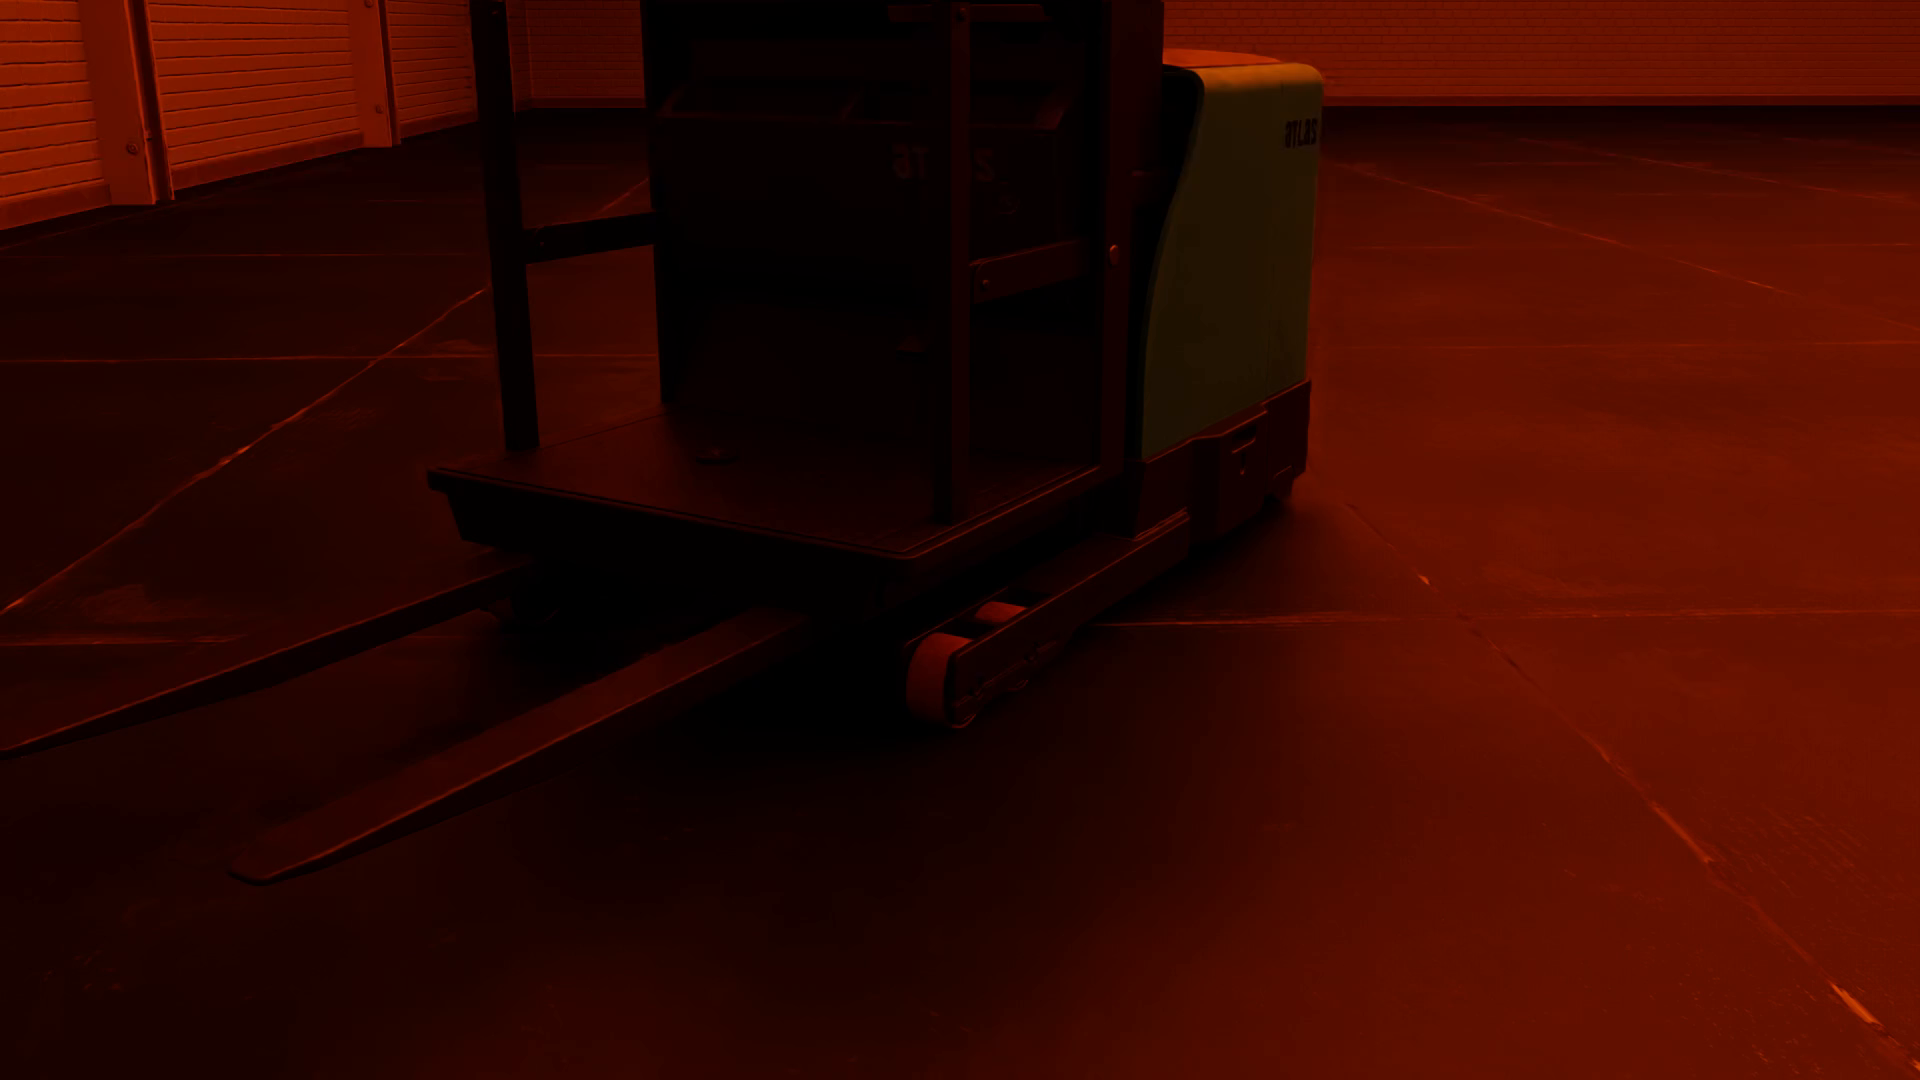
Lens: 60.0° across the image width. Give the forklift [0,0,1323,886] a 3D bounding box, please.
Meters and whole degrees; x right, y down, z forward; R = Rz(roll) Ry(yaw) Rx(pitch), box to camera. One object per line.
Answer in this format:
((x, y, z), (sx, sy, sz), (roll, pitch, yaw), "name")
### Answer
((-0.302, -1.229, 2.927), (1.130, 2.935, 3.031), (10, 20, 30), "forklift")
